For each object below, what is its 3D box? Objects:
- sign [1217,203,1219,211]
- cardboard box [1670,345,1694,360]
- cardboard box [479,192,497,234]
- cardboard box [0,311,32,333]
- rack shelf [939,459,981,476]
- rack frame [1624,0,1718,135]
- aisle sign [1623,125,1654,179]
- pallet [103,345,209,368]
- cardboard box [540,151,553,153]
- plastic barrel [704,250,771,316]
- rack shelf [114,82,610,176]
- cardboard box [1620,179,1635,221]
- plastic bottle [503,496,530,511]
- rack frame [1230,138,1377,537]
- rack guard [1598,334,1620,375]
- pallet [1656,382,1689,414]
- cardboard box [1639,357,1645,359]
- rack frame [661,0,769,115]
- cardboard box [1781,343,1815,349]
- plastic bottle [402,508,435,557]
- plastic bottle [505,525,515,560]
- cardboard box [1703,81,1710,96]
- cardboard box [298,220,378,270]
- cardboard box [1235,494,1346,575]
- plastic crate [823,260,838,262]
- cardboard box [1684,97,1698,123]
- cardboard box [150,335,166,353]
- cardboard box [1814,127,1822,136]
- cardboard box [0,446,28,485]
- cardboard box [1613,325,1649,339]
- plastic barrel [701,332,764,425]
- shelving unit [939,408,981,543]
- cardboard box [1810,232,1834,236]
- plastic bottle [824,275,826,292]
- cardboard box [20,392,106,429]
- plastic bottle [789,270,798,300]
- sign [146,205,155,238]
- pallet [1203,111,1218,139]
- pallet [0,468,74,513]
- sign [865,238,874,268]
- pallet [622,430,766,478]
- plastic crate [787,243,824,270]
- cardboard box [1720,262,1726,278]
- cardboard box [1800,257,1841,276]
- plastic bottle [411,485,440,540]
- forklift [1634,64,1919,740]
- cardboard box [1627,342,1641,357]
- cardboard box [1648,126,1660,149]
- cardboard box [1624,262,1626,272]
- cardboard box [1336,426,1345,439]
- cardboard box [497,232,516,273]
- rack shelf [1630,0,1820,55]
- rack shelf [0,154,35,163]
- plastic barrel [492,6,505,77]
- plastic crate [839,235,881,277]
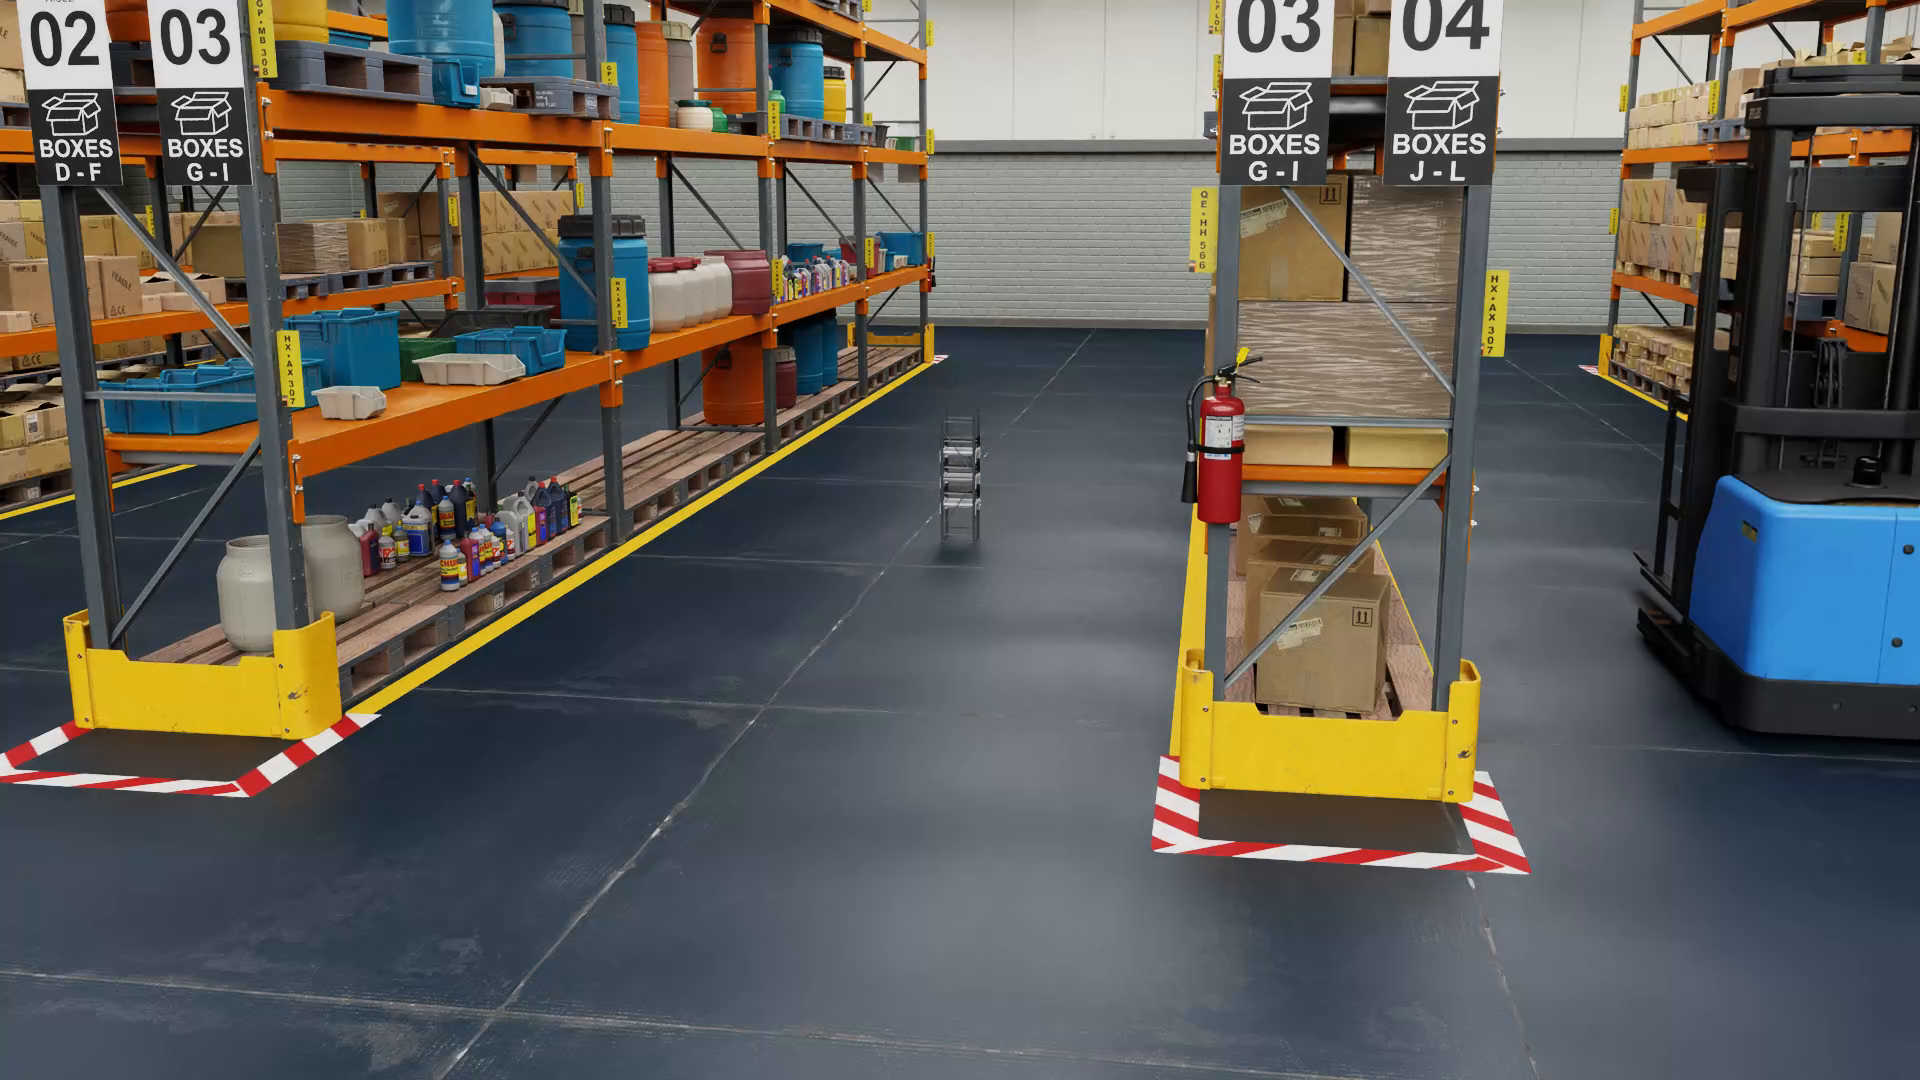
[{"bbox_3d":[2.169,-2.704,14.172,0.100,0.325,0.005,2,12,9],"label":"sign"},{"bbox_3d":[8.047,-2.063,18.304,0.380,0.149,0.250,2,12,8],"label":"cardboard box"},{"bbox_3d":[-6.026,-4.009,20.366,0.500,0.500,0.500,1,12,7],"label":"cardboard box"},{"bbox_3d":[-7.347,-1.665,12.694,0.380,0.149,0.250,2,12,9],"label":"cardboard box"},{"bbox_3d":[0.001,-0.497,11.394,0.258,0.077,0.200,2,12,9],"label":"rack shelf"},{"bbox_3d":[8.833,-6.537,20.466,1.000,3.000,0.127,2,12,9],"label":"rack frame"},{"bbox_3d":[8.548,-4.900,20.939,0.394,0.787,0.004,2,12,9],"label":"aisle sign"},{"bbox_3d":[-10.971,-2.482,22.510,1.003,0.211,1.213,2,12,9],"label":"pallet"},{"bbox_3d":[-5.746,-5.282,22.116,0.500,0.250,0.500,2,12,9],"label":"cardboard box"},{"bbox_3d":[-1.948,-2.241,14.450,0.600,0.536,0.708,2,12,9],"label":"plastic barrel"},{"bbox_3d":[-3.099,-2.147,8.922,1.077,0.370,4.000,2,12,9],"label":"rack shelf"},{"bbox_3d":[8.502,-4.202,20.557,0.500,0.500,0.500,2,12,8],"label":"cardboard box"},{"bbox_3d":[-2.786,-0.148,10.482,0.152,0.276,0.135,2,12,9],"label":"plastic bottle"},{"bbox_3d":[2.102,-1.288,10.350,1.000,3.000,0.127,2,12,9],"label":"rack frame"},{"bbox_3d":[8.822,-2.366,21.288,1.175,0.500,0.348,2,12,9],"label":"rack guard"},{"bbox_3d":[8.287,-1.549,18.182,1.003,0.211,1.213,2,12,9],"label":"pallet"},{"bbox_3d":[8.353,-2.102,19.899,0.380,0.149,0.250,2,12,9],"label":"cardboard box"},{"bbox_3d":[-2.176,-5.214,14.326,1.000,3.000,0.127,2,12,9],"label":"rack frame"},{"bbox_3d":[7.610,-1.650,15.188,0.500,0.250,0.500,2,12,10],"label":"cardboard box"},{"bbox_3d":[-3.270,-0.050,10.027,0.152,0.276,0.135,2,12,9],"label":"plastic bottle"},{"bbox_3d":[-2.705,0.014,9.906,0.097,0.201,0.097,0,12,0],"label":"plastic bottle"},{"bbox_3d":[8.027,-4.733,17.439,0.380,0.149,0.250,2,12,10],"label":"cardboard box"},{"bbox_3d":[-6.666,-3.159,17.800,0.700,0.500,0.500,-1,12,-6],"label":"cardboard box"},{"bbox_3d":[1.921,-0.070,9.634,0.500,0.500,0.500,6,14,27],"label":"cardboard box"},{"bbox_3d":[-1.590,-3.386,20.571,0.293,0.136,0.466,2,12,9],"label":"plastic crate"},{"bbox_3d":[8.129,-4.621,17.866,0.500,0.250,0.500,1,12,6],"label":"cardboard box"},{"bbox_3d":[-10.972,-2.782,22.218,0.700,0.500,0.500,2,12,10],"label":"cardboard box"},{"bbox_3d":[7.504,-3.686,14.118,0.500,0.500,0.500,2,12,9],"label":"cardboard box"},{"bbox_3d":[-7.379,-0.547,12.441,0.500,0.250,0.500,2,12,7],"label":"cardboard box"},{"bbox_3d":[8.417,-2.609,20.836,0.380,0.149,0.250,1,12,6],"label":"cardboard box"},{"bbox_3d":[-2.118,-1.528,15.618,0.600,0.830,0.708,2,12,9],"label":"plastic barrel"},{"bbox_3d":[0.001,-0.442,11.406,0.258,0.900,0.210,2,12,9],"label":"shelving unit"},{"bbox_3d":[8.148,-2.784,15.477,0.380,0.149,0.250,1,12,6],"label":"cardboard box"},{"bbox_3d":[-1.448,-2.690,17.327,0.097,0.201,0.097,0,12,0],"label":"plastic bottle"},{"bbox_3d":[-7.215,-1.035,13.374,0.500,0.311,0.500,1,12,7],"label":"cardboard box"},{"bbox_3d":[-1.618,-2.474,16.132,0.061,0.283,0.133,2,12,9],"label":"plastic bottle"},{"bbox_3d":[-7.608,-2.985,15.665,0.100,0.325,0.005,2,12,9],"label":"sign"},{"bbox_3d":[2.764,-3.630,14.547,1.213,0.211,1.003,2,12,11],"label":"pallet"},{"bbox_3d":[-7.611,-0.401,12.854,1.003,0.211,1.213,2,12,9],"label":"pallet"},{"bbox_3d":[-1.018,-3.231,18.708,0.100,0.325,0.005,2,12,9],"label":"sign"},{"bbox_3d":[-2.334,-0.758,14.509,1.003,0.211,1.213,2,12,9],"label":"pallet"},{"bbox_3d":[-1.826,-3.244,19.319,0.392,0.384,0.575,2,12,9],"label":"plastic crate"},{"bbox_3d":[7.584,-2.625,16.153,0.380,0.149,0.250,2,12,9],"label":"cardboard box"},{"bbox_3d":[7.229,-2.284,13.867,0.380,0.149,0.250,2,12,10],"label":"cardboard box"},{"bbox_3d":[-3.355,-0.175,10.428,0.144,0.351,0.185,1,12,6],"label":"plastic bottle"},{"bbox_3d":[4.190,-0.822,8.349,1.130,2.935,3.031,2,12,9],"label":"forklift"},{"bbox_3d":[8.304,-2.302,20.118,0.380,0.149,0.250,2,12,10],"label":"cardboard box"},{"bbox_3d":[8.360,-4.695,19.395,0.500,0.250,0.500,1,12,7],"label":"cardboard box"},{"bbox_3d":[8.461,-3.370,20.608,0.380,0.149,0.250,2,12,11],"label":"cardboard box"},{"bbox_3d":[1.895,-0.540,7.474,0.380,0.149,0.250,2,12,9],"label":"cardboard box"},{"bbox_3d":[-5.953,-3.632,20.989,0.500,0.500,0.500,2,12,8],"label":"cardboard box"},{"bbox_3d":[8.526,-5.767,18.610,1.077,0.370,4.000,2,12,9],"label":"rack shelf"},{"bbox_3d":[-11.658,-4.133,18.139,1.077,0.370,4.000,2,12,9],"label":"rack shelf"},{"bbox_3d":[-3.052,-3.091,10.336,0.421,0.512,0.421,0,12,0],"label":"plastic barrel"},{"bbox_3d":[-1.176,-3.352,19.634,0.402,0.464,0.583,2,12,9],"label":"plastic crate"}]
